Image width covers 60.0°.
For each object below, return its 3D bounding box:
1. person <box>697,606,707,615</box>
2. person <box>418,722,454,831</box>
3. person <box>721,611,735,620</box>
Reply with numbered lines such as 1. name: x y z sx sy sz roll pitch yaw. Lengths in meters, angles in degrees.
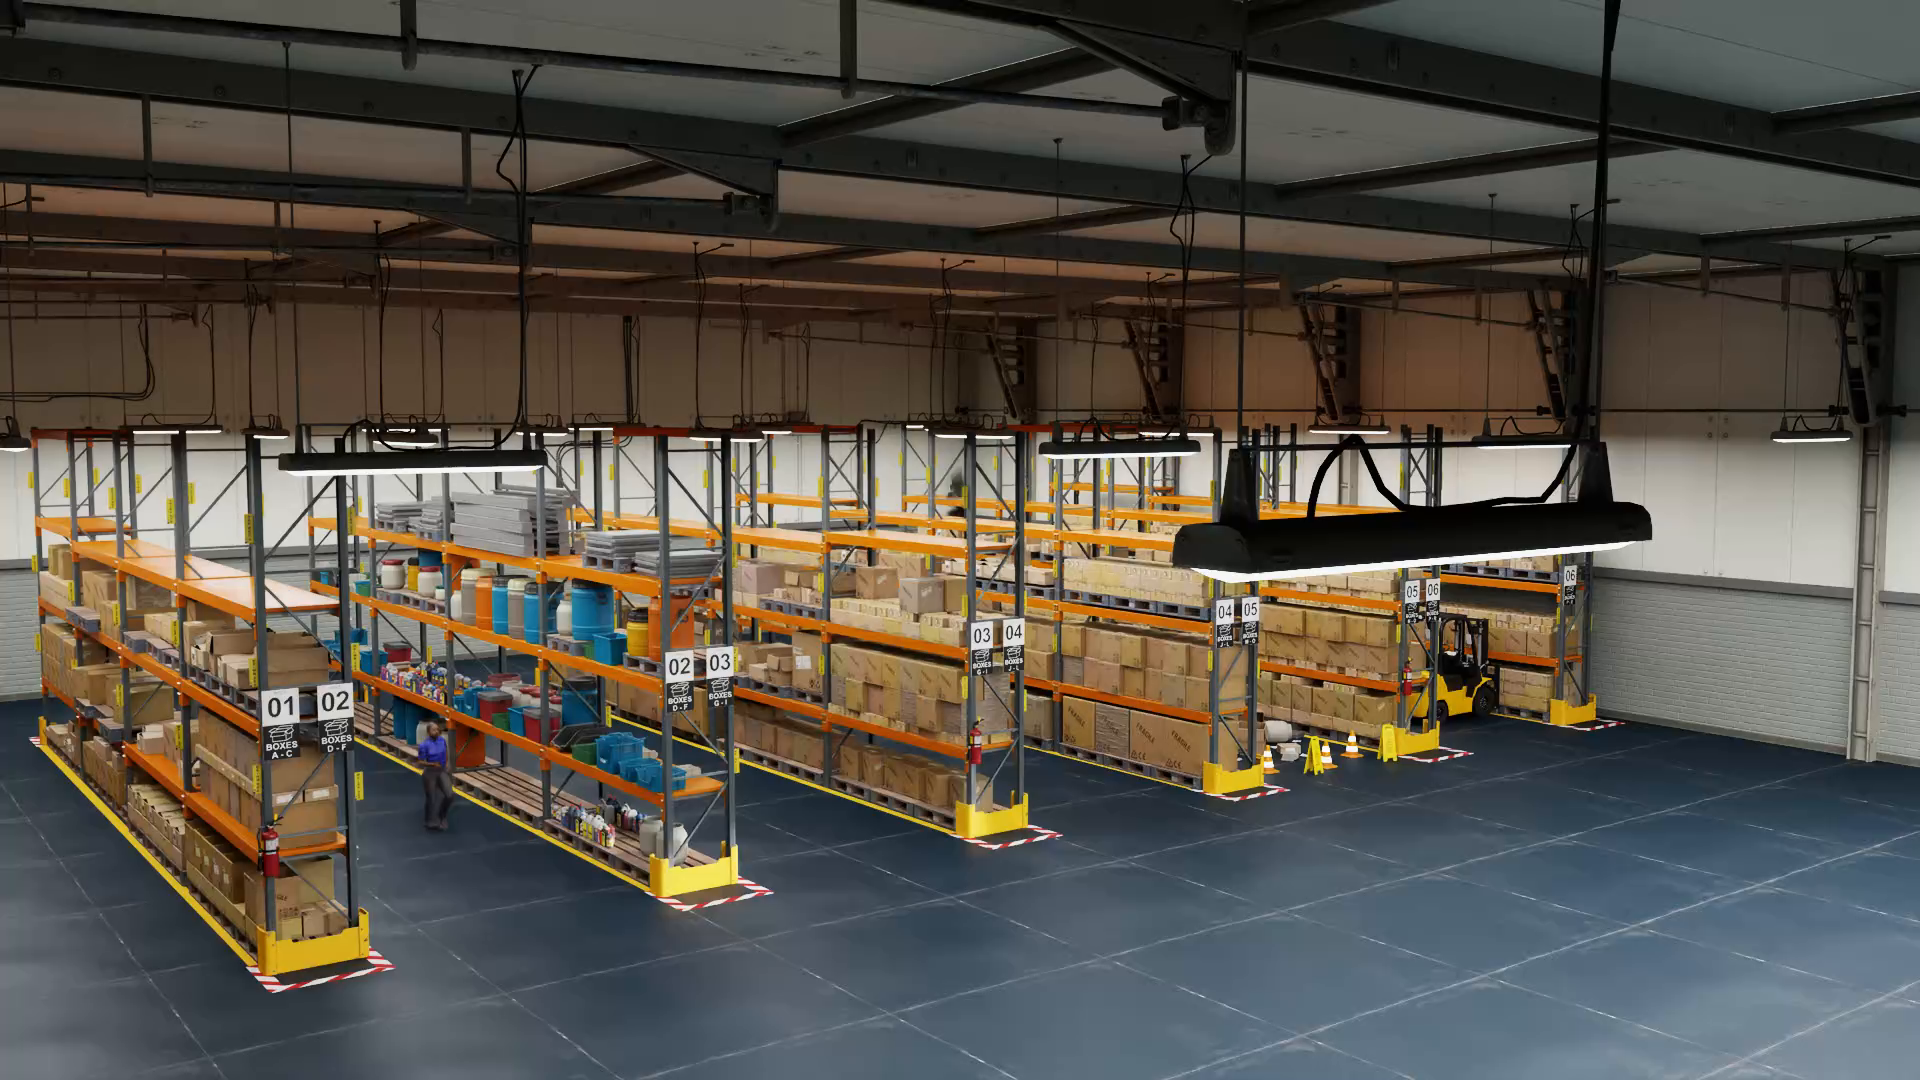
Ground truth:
1. person: -6.403 2.327 41.014 0.726 1.618 0.593 3 5 33
2. person: -7.855 3.557 24.965 0.548 1.662 0.681 -4 6 -42
3. person: -5.765 2.240 41.744 0.579 1.669 0.778 4 6 41
